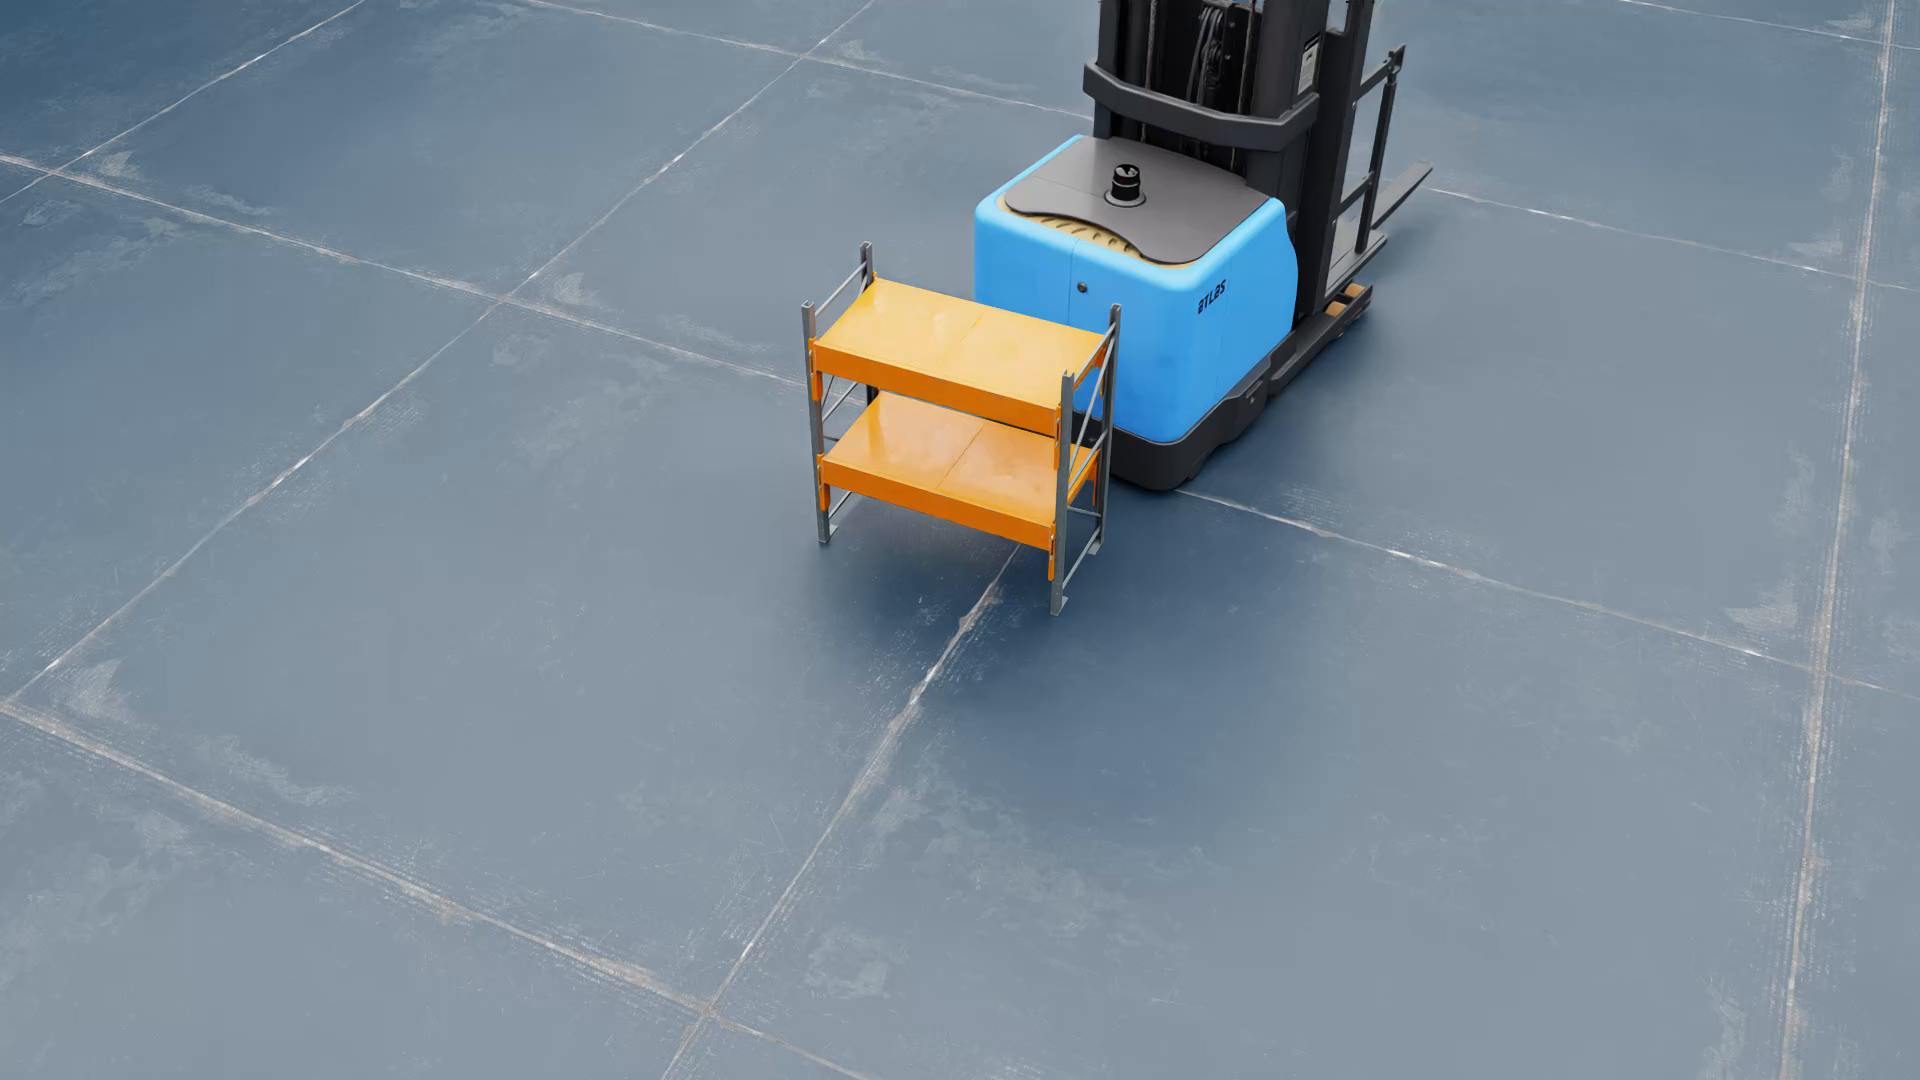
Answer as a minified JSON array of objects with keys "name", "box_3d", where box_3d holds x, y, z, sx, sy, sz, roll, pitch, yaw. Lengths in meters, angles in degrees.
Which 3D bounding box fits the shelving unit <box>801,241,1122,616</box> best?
[{"name":"shelving unit","box_3d":[0.006,-0.423,6.379,1.048,1.125,0.538,17,44,19]}]

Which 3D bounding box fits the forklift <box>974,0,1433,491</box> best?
[{"name":"forklift","box_3d":[1.314,-2.234,7.089,1.130,2.935,3.031,25,47,26]}]

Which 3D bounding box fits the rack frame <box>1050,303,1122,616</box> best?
[{"name":"rack frame","box_3d":[0.467,-0.282,6.217,0.032,1.125,0.500,17,44,19]}]

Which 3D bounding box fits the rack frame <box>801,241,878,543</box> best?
[{"name":"rack frame","box_3d":[-0.455,-0.564,6.542,0.032,1.125,0.500,17,44,19]}]

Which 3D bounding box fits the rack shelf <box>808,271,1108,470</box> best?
[{"name":"rack shelf","box_3d":[0.006,-0.644,6.188,1.000,0.278,0.538,17,44,19]}]

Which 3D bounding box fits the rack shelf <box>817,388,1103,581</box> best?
[{"name":"rack shelf","box_3d":[0.006,-0.238,6.540,1.000,0.278,0.538,17,44,19]}]
